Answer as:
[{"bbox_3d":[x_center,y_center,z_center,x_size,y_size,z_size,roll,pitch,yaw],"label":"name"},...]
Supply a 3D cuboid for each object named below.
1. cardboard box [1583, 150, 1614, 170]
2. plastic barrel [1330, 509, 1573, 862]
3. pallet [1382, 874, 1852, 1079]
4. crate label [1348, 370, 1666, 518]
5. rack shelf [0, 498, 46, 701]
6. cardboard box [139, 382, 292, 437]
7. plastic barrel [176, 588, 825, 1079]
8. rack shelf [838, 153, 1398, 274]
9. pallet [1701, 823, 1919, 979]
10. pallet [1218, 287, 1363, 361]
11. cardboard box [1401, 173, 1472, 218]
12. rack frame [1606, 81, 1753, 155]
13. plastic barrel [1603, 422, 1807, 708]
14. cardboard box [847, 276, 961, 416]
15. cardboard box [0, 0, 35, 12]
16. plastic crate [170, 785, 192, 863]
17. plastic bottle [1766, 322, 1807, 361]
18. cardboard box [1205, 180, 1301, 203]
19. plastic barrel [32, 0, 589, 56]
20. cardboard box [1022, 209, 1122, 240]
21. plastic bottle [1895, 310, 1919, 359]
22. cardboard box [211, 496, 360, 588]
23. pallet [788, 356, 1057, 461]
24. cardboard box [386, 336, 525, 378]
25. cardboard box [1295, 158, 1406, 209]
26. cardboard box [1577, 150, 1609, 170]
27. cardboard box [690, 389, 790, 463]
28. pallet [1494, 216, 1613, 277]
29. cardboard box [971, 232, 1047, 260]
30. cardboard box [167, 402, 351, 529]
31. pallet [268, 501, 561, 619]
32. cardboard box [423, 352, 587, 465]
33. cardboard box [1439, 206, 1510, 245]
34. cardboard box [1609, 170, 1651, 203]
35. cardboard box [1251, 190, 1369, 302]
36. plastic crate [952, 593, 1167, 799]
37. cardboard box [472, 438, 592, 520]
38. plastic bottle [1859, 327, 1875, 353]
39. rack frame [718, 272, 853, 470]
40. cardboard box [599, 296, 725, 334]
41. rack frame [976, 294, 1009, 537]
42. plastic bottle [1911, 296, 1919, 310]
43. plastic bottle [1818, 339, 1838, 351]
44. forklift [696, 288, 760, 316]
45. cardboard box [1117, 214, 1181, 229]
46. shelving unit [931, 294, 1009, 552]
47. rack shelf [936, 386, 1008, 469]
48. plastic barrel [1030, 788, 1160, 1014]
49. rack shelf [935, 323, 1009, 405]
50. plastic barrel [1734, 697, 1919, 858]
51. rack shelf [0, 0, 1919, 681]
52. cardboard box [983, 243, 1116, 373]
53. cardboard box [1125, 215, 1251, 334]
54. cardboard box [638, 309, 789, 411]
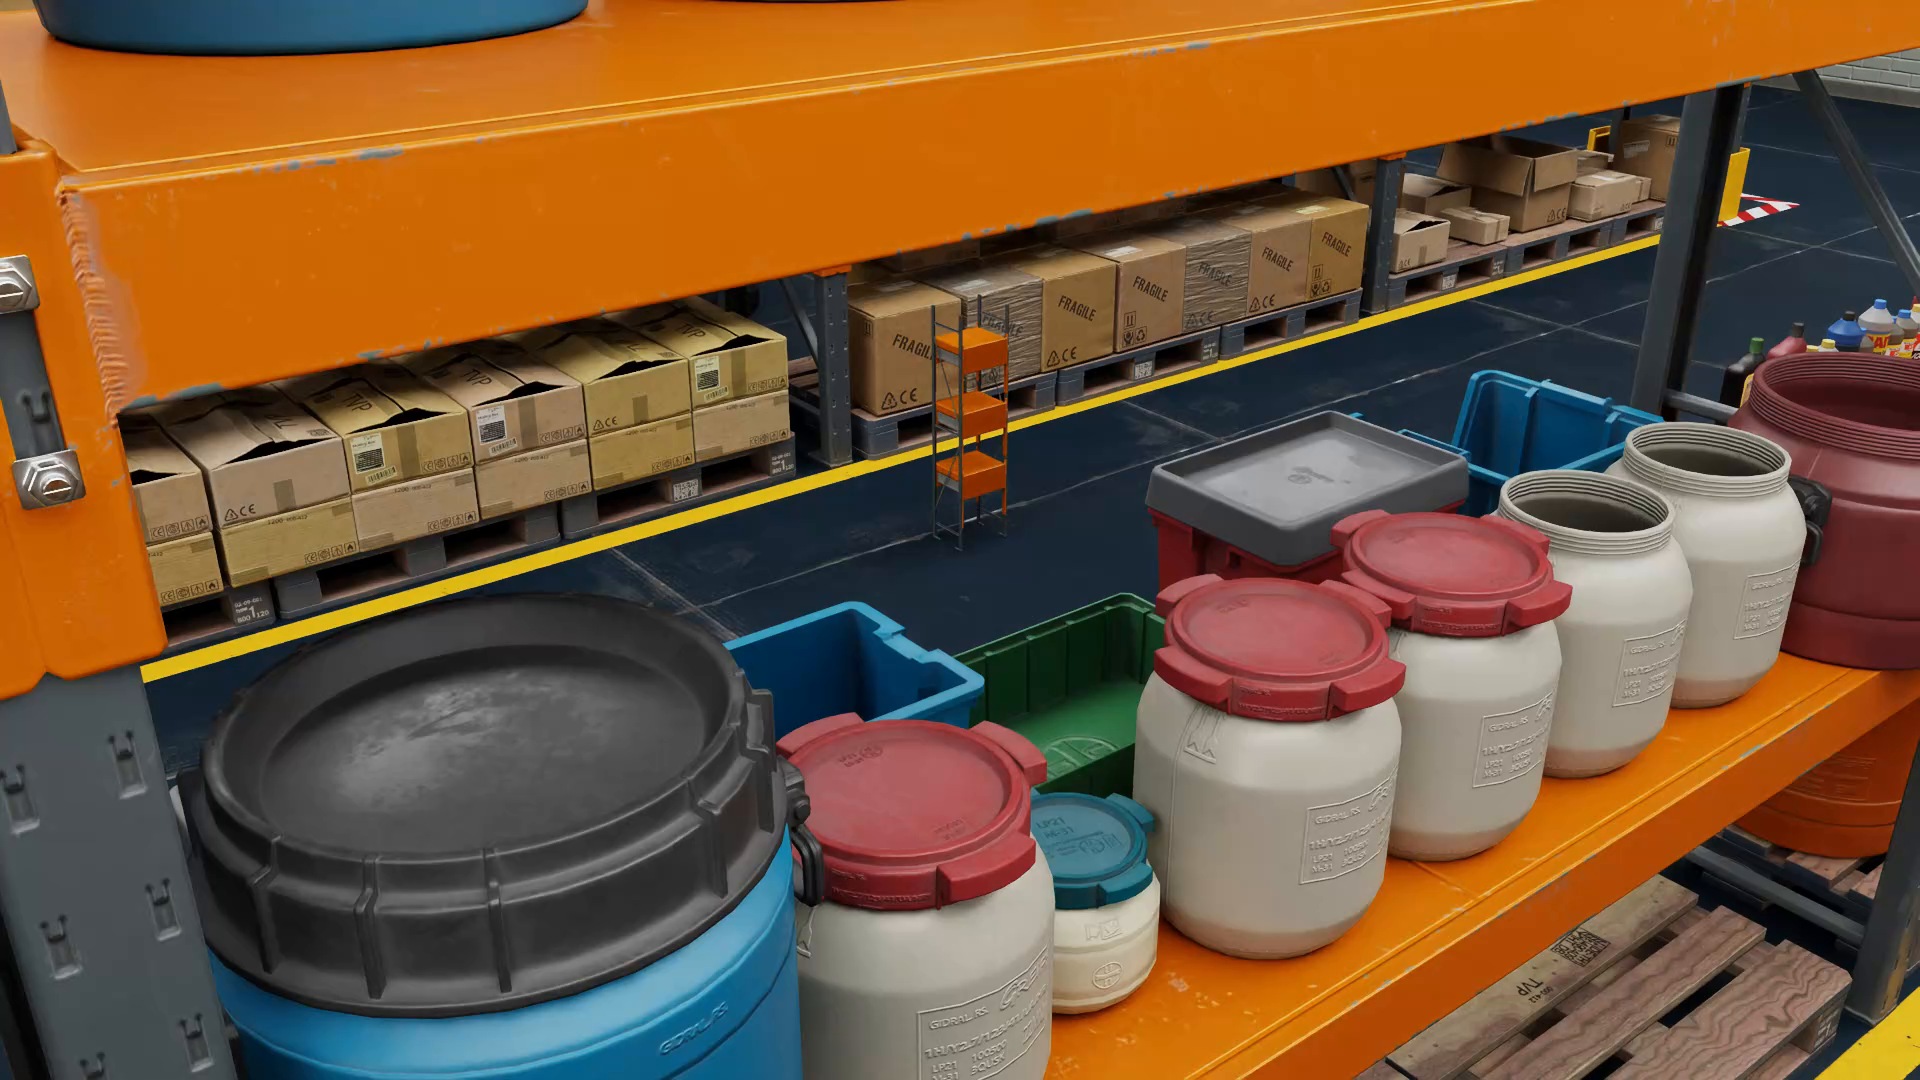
[{"bbox_3d":[4.879,-2.869,12.733,0.250,0.149,0.380,-18,31,-34],"label":"cardboard box"},{"bbox_3d":[0.837,0.261,2.963,0.433,0.535,0.433,0,25,0],"label":"plastic barrel"},{"bbox_3d":[1.545,1.216,4.380,1.213,0.211,1.003,-18,31,-34],"label":"pallet"},{"bbox_3d":[1.230,-0.085,3.829,0.616,0.435,0.502,-18,31,-34],"label":"crate label"},{"bbox_3d":[-2.542,0.287,0.361,4.000,0.370,1.077,-18,31,-34],"label":"rack shelf"},{"bbox_3d":[-3.081,-0.504,6.875,0.500,0.311,0.500,-18,31,-34],"label":"cardboard box"},{"bbox_3d":[-0.478,0.574,1.855,0.708,0.901,0.600,-18,31,-34],"label":"plastic barrel"},{"bbox_3d":[0.699,-2.073,9.008,4.000,0.370,1.077,-18,31,-34],"label":"rack shelf"},{"bbox_3d":[2.774,0.809,5.257,1.213,0.211,1.003,-18,31,-34],"label":"pallet"},{"bbox_3d":[1.656,-1.430,10.080,1.213,0.211,1.003,-18,31,-34],"label":"pallet"},{"bbox_3d":[3.137,-2.335,11.390,0.500,0.311,0.500,-18,31,-34],"label":"cardboard box"},{"bbox_3d":[5.421,-3.958,12.215,0.127,3.000,1.000,-18,31,-34],"label":"rack frame"},{"bbox_3d":[1.501,0.050,3.447,0.421,0.512,0.421,0,25,0],"label":"plastic barrel"},{"bbox_3d":[-0.340,-0.969,8.221,0.500,0.500,0.500,-17,30,-32],"label":"cardboard box"},{"bbox_3d":[-5.717,-3.171,9.877,0.500,0.500,0.700,-14,28,-27],"label":"cardboard box"},{"bbox_3d":[-0.776,0.545,2.436,0.583,0.464,0.402,-18,31,-34],"label":"plastic crate"},{"bbox_3d":[2.416,-0.491,4.884,0.133,0.283,0.061,-18,31,-34],"label":"plastic bottle"},{"bbox_3d":[1.742,-1.939,10.312,0.500,0.500,0.500,-20,31,-36],"label":"cardboard box"},{"bbox_3d":[-0.702,-0.991,1.663,0.708,0.901,0.600,-18,31,-34],"label":"plastic barrel"},{"bbox_3d":[0.561,-1.889,9.314,0.500,0.250,0.500,-19,31,-35],"label":"cardboard box"},{"bbox_3d":[2.977,-0.630,5.279,0.097,0.201,0.097,0,25,0],"label":"plastic bottle"},{"bbox_3d":[-2.743,-0.074,6.614,0.500,0.250,0.500,-19,31,-36],"label":"cardboard box"},{"bbox_3d":[-0.264,-0.796,8.715,1.213,0.211,1.003,-18,31,-34],"label":"pallet"},{"bbox_3d":[-2.279,-0.767,7.442,0.500,0.311,0.500,-19,31,-35],"label":"cardboard box"},{"bbox_3d":[2.546,-2.226,10.931,0.500,0.500,0.500,-18,31,-34],"label":"cardboard box"},{"bbox_3d":[4.424,-2.733,12.319,0.500,0.250,0.500,-18,31,-34],"label":"cardboard box"},{"bbox_3d":[-1.138,-0.605,7.759,0.500,0.250,0.500,-17,30,-33],"label":"cardboard box"},{"bbox_3d":[3.775,-2.150,11.633,1.213,0.211,1.003,-18,31,-34],"label":"pallet"},{"bbox_3d":[0.124,-1.400,9.151,0.500,0.500,0.500,-20,31,-36],"label":"cardboard box"},{"bbox_3d":[-2.740,-0.326,6.491,0.500,0.311,0.500,-19,31,-36],"label":"cardboard box"},{"bbox_3d":[-2.506,-0.099,7.212,1.213,0.211,1.003,-18,31,-34],"label":"pallet"},{"bbox_3d":[-1.939,-0.592,7.064,0.500,0.311,0.500,-18,31,-34],"label":"cardboard box"},{"bbox_3d":[3.411,-2.098,11.051,0.250,0.166,0.380,-18,31,-34],"label":"cardboard box"},{"bbox_3d":[4.771,-2.574,12.076,0.250,0.166,0.380,-18,31,-34],"label":"cardboard box"},{"bbox_3d":[2.062,-1.761,9.928,0.500,0.500,0.500,-18,31,-34],"label":"cardboard box"},{"bbox_3d":[0.228,0.352,3.181,0.662,0.188,0.450,-18,31,-34],"label":"plastic crate"},{"bbox_3d":[-1.939,-0.341,7.188,0.500,0.250,0.500,-17,30,-33],"label":"cardboard box"},{"bbox_3d":[2.748,-0.554,5.116,0.097,0.201,0.097,0,25,0],"label":"plastic bottle"},{"bbox_3d":[-0.875,-1.880,7.737,0.127,3.000,1.000,-18,31,-34],"label":"rack frame"},{"bbox_3d":[-1.468,-1.038,8.026,0.500,0.311,0.500,-17,30,-32],"label":"cardboard box"},{"bbox_3d":[0.138,-0.522,7.127,0.008,1.050,0.200,-18,31,-34],"label":"rack frame"},{"bbox_3d":[3.134,-0.728,5.394,0.133,0.283,0.061,-18,31,-34],"label":"plastic bottle"},{"bbox_3d":[2.594,-0.503,5.007,0.097,0.201,0.097,0,25,0],"label":"plastic bottle"},{"bbox_3d":[-1.879,-2.679,9.541,1.130,2.935,3.031,9,26,19],"label":"forklift"},{"bbox_3d":[0.931,-1.670,9.732,0.500,0.500,0.500,-18,30,-33],"label":"cardboard box"},{"bbox_3d":[0.042,-0.490,7.059,0.252,1.050,0.215,-18,31,-34],"label":"shelving unit"},{"bbox_3d":[0.042,-0.480,7.063,0.240,0.259,0.215,-18,31,-34],"label":"rack shelf"},{"bbox_3d":[0.168,0.571,2.621,0.301,0.262,0.301,0,25,0],"label":"plastic barrel"},{"bbox_3d":[0.042,-0.738,6.944,0.240,0.259,0.215,-18,31,-34],"label":"rack shelf"},{"bbox_3d":[2.554,0.423,4.853,0.708,0.830,0.600,-18,31,-34],"label":"plastic barrel"},{"bbox_3d":[0.605,-0.752,2.600,4.000,0.370,1.077,-18,31,-34],"label":"rack shelf"},{"bbox_3d":[0.466,-1.235,8.795,0.500,0.500,0.500,-19,31,-35],"label":"cardboard box"},{"bbox_3d":[1.273,-1.505,9.377,0.500,0.500,0.500,-18,30,-33],"label":"cardboard box"},{"bbox_3d":[-1.135,-0.860,7.640,0.500,0.311,0.500,-17,30,-33],"label":"cardboard box"}]
